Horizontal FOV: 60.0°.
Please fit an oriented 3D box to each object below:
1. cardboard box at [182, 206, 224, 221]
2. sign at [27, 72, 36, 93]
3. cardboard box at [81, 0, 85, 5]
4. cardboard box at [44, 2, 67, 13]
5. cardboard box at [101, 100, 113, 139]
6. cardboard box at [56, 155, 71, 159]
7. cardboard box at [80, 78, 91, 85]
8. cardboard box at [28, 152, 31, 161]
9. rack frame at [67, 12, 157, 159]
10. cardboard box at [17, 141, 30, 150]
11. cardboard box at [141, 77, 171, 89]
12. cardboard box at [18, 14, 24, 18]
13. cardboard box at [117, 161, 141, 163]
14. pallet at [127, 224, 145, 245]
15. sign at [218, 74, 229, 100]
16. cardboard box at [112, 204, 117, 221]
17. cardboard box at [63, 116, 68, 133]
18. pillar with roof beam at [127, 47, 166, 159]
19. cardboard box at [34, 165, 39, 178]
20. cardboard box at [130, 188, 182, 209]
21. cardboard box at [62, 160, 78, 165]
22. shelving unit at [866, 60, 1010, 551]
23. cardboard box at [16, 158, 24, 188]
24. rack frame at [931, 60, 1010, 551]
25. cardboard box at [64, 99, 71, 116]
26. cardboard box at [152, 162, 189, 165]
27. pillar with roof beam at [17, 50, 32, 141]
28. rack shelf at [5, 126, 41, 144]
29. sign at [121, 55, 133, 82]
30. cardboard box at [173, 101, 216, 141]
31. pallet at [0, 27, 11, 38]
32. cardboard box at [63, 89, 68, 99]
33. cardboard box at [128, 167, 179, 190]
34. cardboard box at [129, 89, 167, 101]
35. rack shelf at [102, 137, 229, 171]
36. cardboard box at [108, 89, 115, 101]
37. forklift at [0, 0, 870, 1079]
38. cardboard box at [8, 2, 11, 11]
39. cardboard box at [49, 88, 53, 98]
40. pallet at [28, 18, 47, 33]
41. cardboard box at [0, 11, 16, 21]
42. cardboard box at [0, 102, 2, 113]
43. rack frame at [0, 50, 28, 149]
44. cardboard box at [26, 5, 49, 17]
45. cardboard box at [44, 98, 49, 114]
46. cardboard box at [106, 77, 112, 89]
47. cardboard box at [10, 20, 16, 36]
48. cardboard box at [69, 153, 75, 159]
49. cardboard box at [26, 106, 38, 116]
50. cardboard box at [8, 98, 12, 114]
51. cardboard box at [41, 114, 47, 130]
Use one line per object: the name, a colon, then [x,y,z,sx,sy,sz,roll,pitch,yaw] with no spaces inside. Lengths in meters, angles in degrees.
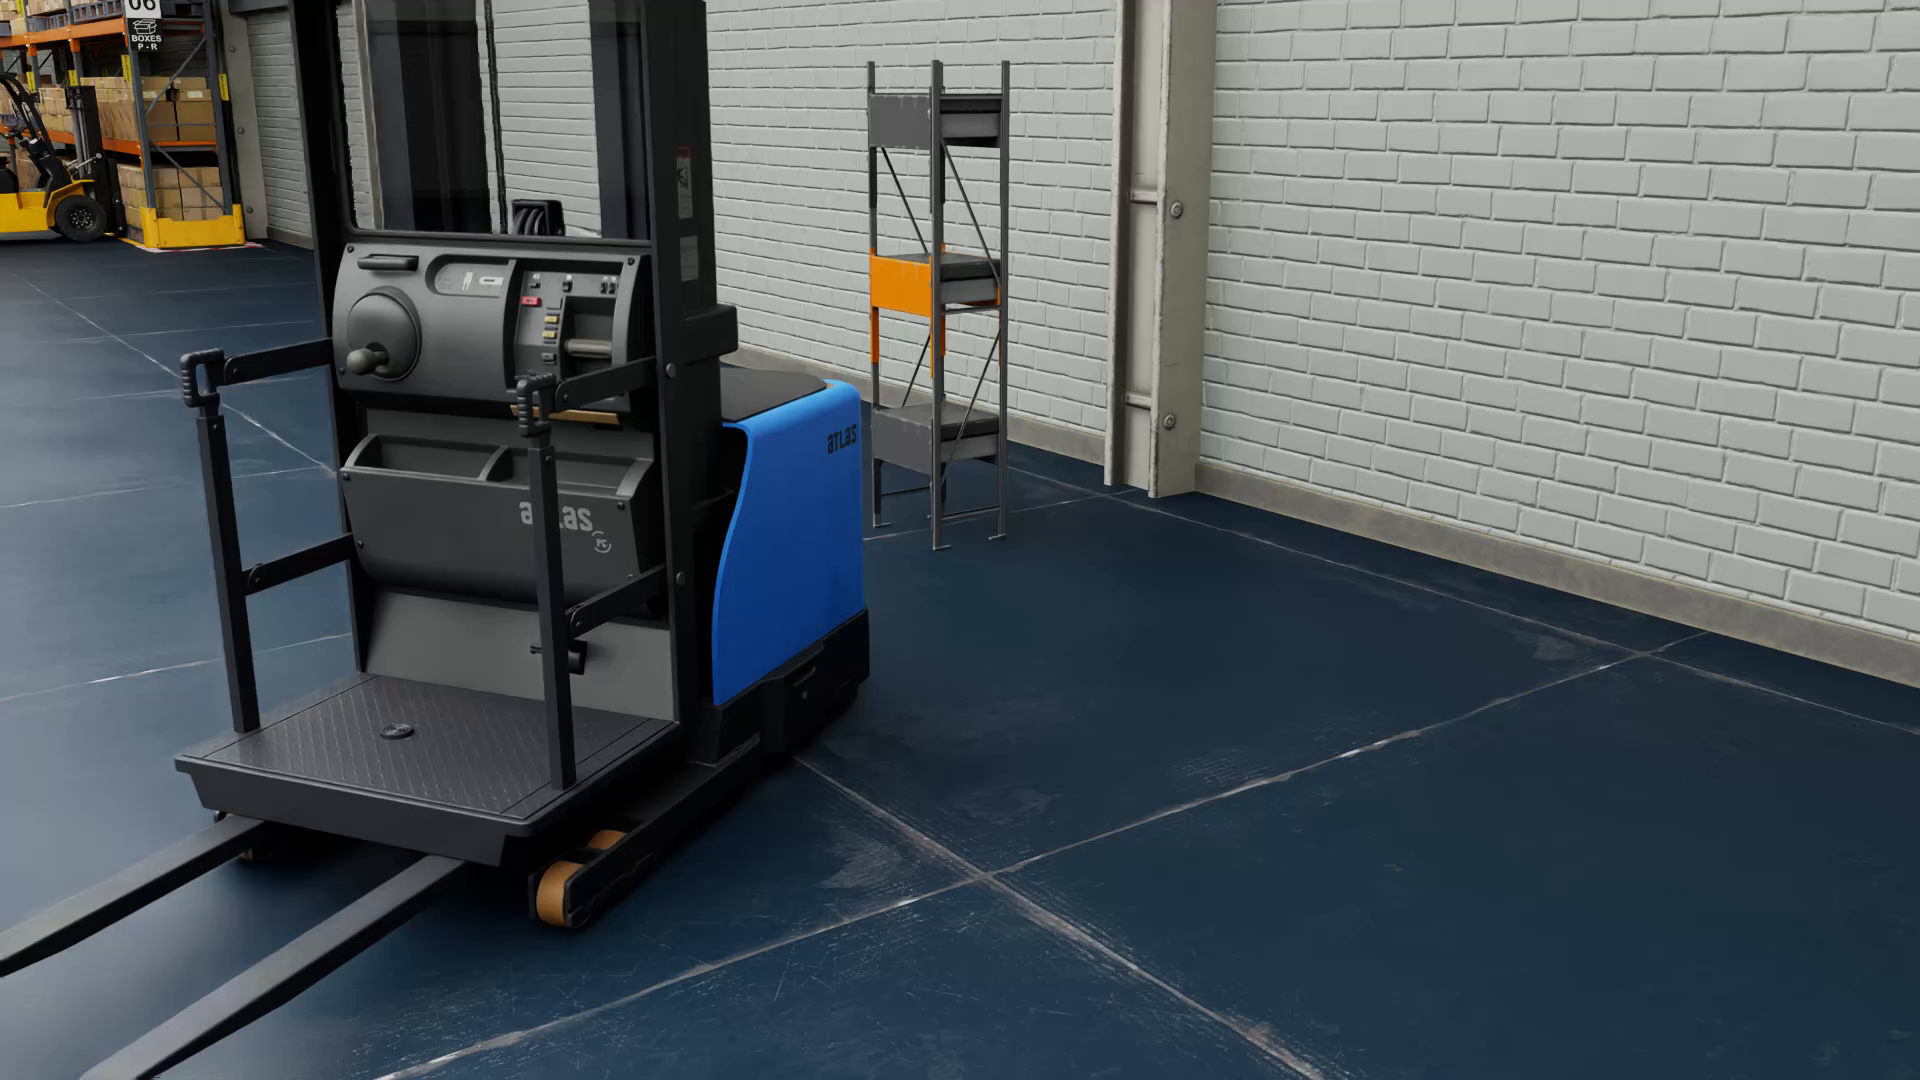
cardboard box: [-10.048,-4.289,21.976,0.500,0.250,0.500,-11,19,-34]
sign: [-15.055,-7.419,26.959,0.100,0.325,0.005,-11,19,-35]
cardboard box: [-11.799,-7.401,22.742,0.380,0.149,0.250,-10,18,-33]
cardboard box: [-13.615,-8.060,25.151,0.380,0.149,0.250,-11,19,-35]
cardboard box: [-11.323,-5.717,22.592,0.500,0.500,0.500,-11,19,-34]
cardboard box: [-15.117,-6.361,27.847,0.380,0.149,0.250,-12,19,-37]
cardboard box: [-12.322,-6.522,23.740,0.380,0.149,0.250,-10,18,-33]
cardboard box: [-16.303,-6.816,29.507,0.380,0.149,0.250,-11,19,-35]
rack frame: [-12.269,-6.131,24.296,1.000,3.000,0.127,-11,19,-35]
cardboard box: [-16.929,-7.184,30.290,0.380,0.149,0.250,-11,19,-35]
cardboard box: [-10.299,-5.825,21.197,0.380,0.149,0.250,-11,19,-34]
cardboard box: [-15.476,-8.755,27.729,0.380,0.149,0.250,-11,19,-35]
cardboard box: [-11.645,-5.123,23.129,0.500,0.250,0.500,-10,18,-33]
pallet: [-10.401,-4.089,22.116,1.003,0.211,1.213,-11,19,-35]
sign: [-9.465,-5.818,21.360,0.100,0.325,0.005,-11,19,-35]
cardboard box: [-11.345,-4.528,22.851,0.500,0.250,0.500,-10,18,-33]
cardboard box: [-13.345,-6.343,25.354,0.500,0.250,0.500,-11,19,-34]
pillar with roof beam: [-16.608,-9.072,23.677,9.100,9.000,0.400,-11,19,-35]
cardboard box: [-15.640,-6.259,28.702,0.500,0.500,0.500,-10,18,-32]
cardboard box: [-10.457,-4.450,21.619,0.500,0.250,0.500,-11,19,-35]
cardboard box: [-13.875,-5.769,26.675,0.875,0.625,0.625,-10,18,-33]
shelving unit: [-0.097,-1.048,7.428,0.431,2.100,0.503,-11,19,-35]
cardboard box: [-16.871,-6.698,30.307,0.500,0.500,0.500,-10,18,-32]
rack frame: [0.046,-0.996,7.238,0.400,2.100,0.015,-11,19,-35]
cardboard box: [-13.073,-6.474,24.885,0.500,0.250,0.500,-11,19,-36]
cardboard box: [-10.925,-5.093,23.020,0.500,0.250,0.500,-11,19,-36]
pillar with roof beam: [-23.664,-11.635,33.039,9.100,9.000,0.400,-11,19,-35]
rack shelf: [-15.797,-7.065,29.072,1.077,0.370,4.000,-11,19,-35]
sign: [-10.365,-5.869,20.694,0.100,0.325,0.005,-11,19,-35]
cardboard box: [-9.984,-5.474,21.706,0.500,0.500,0.500,-10,18,-33]
pallet: [-16.647,-9.045,29.617,1.213,0.211,1.003,-11,19,-35]
cardboard box: [-13.180,-6.679,24.879,0.380,0.149,0.250,-12,19,-36]
cardboard box: [-10.441,-4.686,21.533,0.500,0.250,0.500,-10,18,-33]
cardboard box: [-10.348,-5.669,21.188,0.380,0.149,0.250,-11,19,-34]
rack shelf: [-11.094,-5.357,22.830,1.077,0.370,4.000,-11,19,-35]
cardboard box: [-11.122,-5.939,22.174,0.380,0.149,0.250,-11,19,-34]
forklift: [-1.322,-0.583,4.154,1.130,2.935,3.031,6,16,21]
cardboard box: [-15.826,-9.000,28.061,0.380,0.149,0.250,-11,19,-34]
cardboard box: [-14.178,-7.071,26.311,0.380,0.149,0.250,-11,19,-34]
pallet: [-14.150,-8.210,26.566,1.213,0.211,1.003,-10,18,-32]
cardboard box: [-16.195,-8.966,28.462,0.380,0.149,0.250,-10,18,-33]
cardboard box: [-17.470,-7.982,30.777,0.500,0.250,0.500,-10,18,-33]
rack frame: [-19.325,-8.694,33.658,1.000,3.000,0.127,-11,19,-35]
cardboard box: [-14.662,-8.449,26.538,0.380,0.166,0.250,-11,19,-35]
cardboard box: [-14.265,-6.914,26.494,0.500,0.250,0.500,-10,18,-33]
cardboard box: [-11.130,-6.082,22.135,0.380,0.149,0.250,-10,18,-33]
cardboard box: [-15.710,-8.646,28.085,0.500,0.250,0.500,-11,19,-35]
cardboard box: [-15.299,-6.677,29.001,0.380,0.149,0.250,-11,19,-36]
cardboard box: [-15.318,-7.147,27.689,0.380,0.149,0.250,-10,18,-34]
cardboard box: [-16.467,-7.621,29.198,0.396,0.266,0.258,-10,18,-32]
cardboard box: [-14.558,-6.780,26.951,0.500,0.250,0.500,-11,19,-34]
